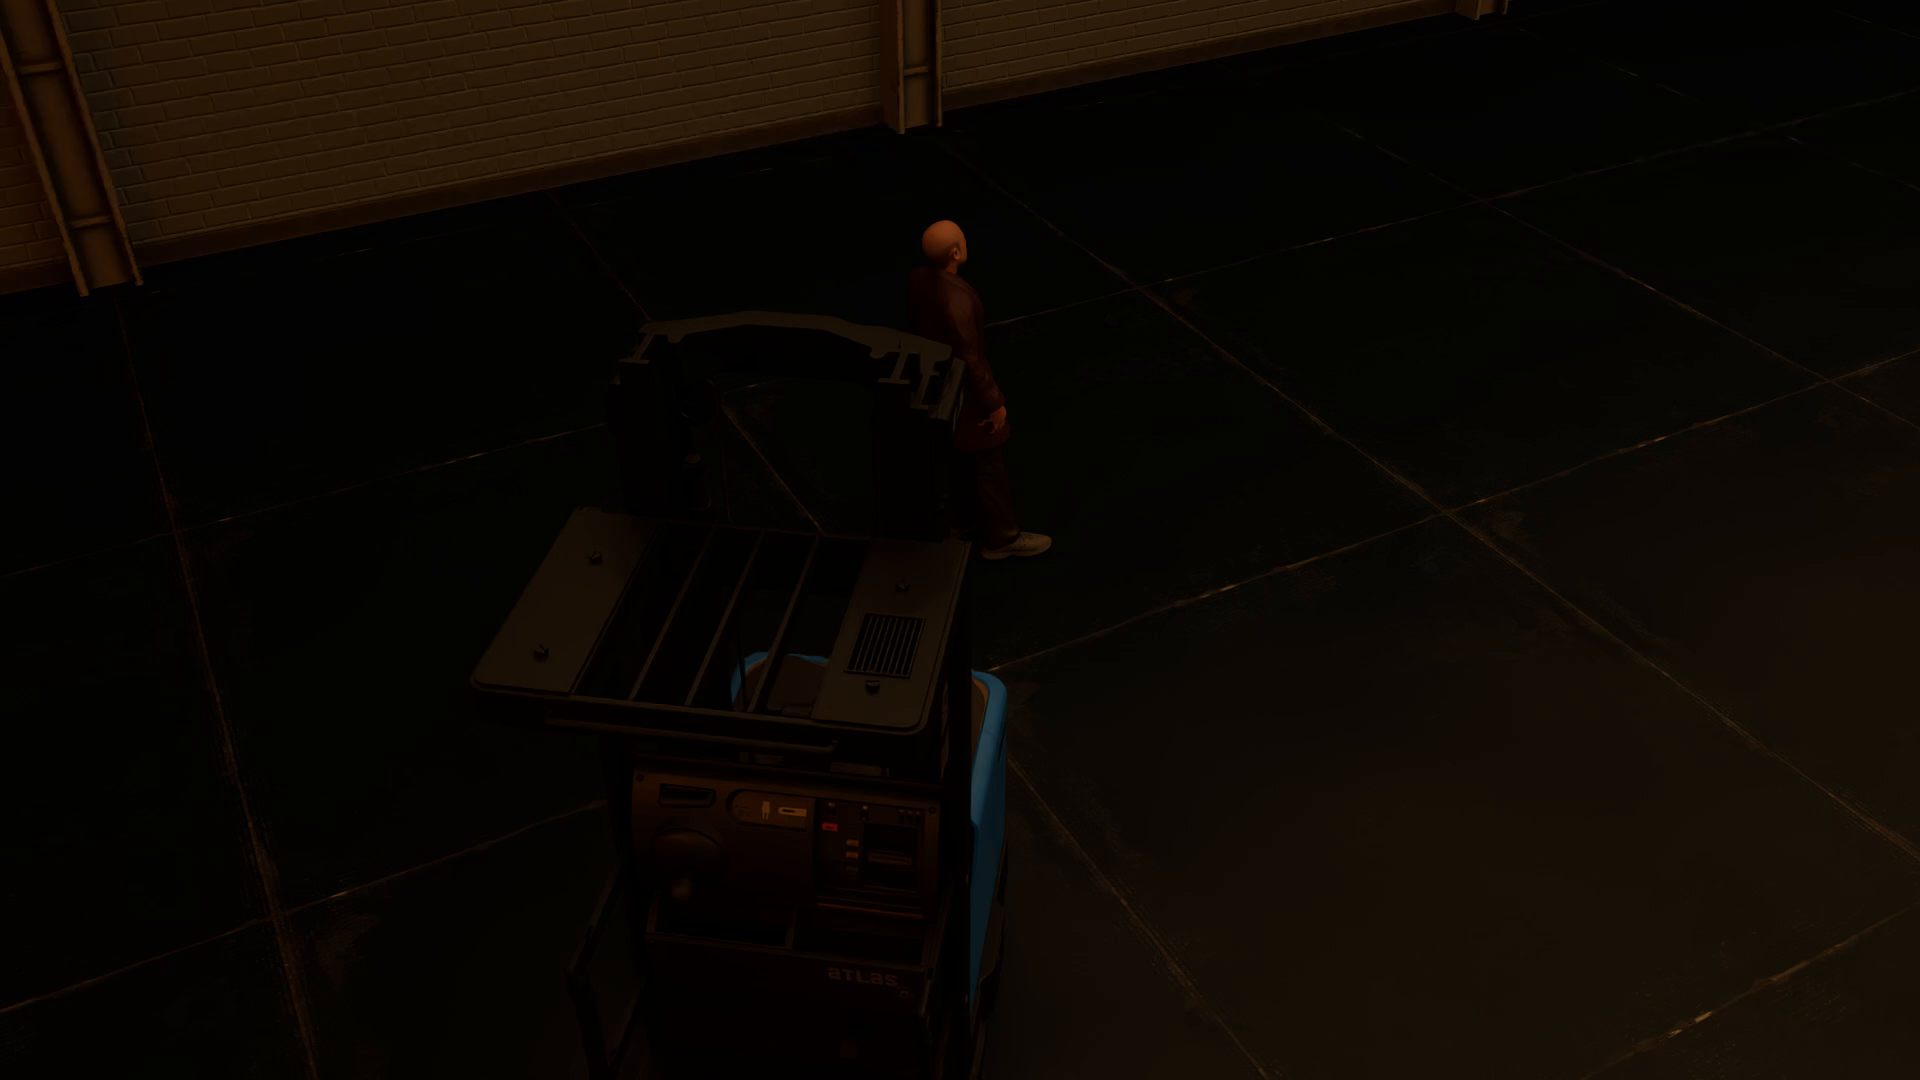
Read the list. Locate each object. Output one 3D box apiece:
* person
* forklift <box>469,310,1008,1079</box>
[{"bbox_3d":[0.083,-0.755,8.178,0.579,1.777,0.696,-17,39,-23],"label":"person"},{"bbox_3d":[-0.549,0.966,4.756,1.130,2.935,3.031,5,36,7],"label":"forklift"}]
